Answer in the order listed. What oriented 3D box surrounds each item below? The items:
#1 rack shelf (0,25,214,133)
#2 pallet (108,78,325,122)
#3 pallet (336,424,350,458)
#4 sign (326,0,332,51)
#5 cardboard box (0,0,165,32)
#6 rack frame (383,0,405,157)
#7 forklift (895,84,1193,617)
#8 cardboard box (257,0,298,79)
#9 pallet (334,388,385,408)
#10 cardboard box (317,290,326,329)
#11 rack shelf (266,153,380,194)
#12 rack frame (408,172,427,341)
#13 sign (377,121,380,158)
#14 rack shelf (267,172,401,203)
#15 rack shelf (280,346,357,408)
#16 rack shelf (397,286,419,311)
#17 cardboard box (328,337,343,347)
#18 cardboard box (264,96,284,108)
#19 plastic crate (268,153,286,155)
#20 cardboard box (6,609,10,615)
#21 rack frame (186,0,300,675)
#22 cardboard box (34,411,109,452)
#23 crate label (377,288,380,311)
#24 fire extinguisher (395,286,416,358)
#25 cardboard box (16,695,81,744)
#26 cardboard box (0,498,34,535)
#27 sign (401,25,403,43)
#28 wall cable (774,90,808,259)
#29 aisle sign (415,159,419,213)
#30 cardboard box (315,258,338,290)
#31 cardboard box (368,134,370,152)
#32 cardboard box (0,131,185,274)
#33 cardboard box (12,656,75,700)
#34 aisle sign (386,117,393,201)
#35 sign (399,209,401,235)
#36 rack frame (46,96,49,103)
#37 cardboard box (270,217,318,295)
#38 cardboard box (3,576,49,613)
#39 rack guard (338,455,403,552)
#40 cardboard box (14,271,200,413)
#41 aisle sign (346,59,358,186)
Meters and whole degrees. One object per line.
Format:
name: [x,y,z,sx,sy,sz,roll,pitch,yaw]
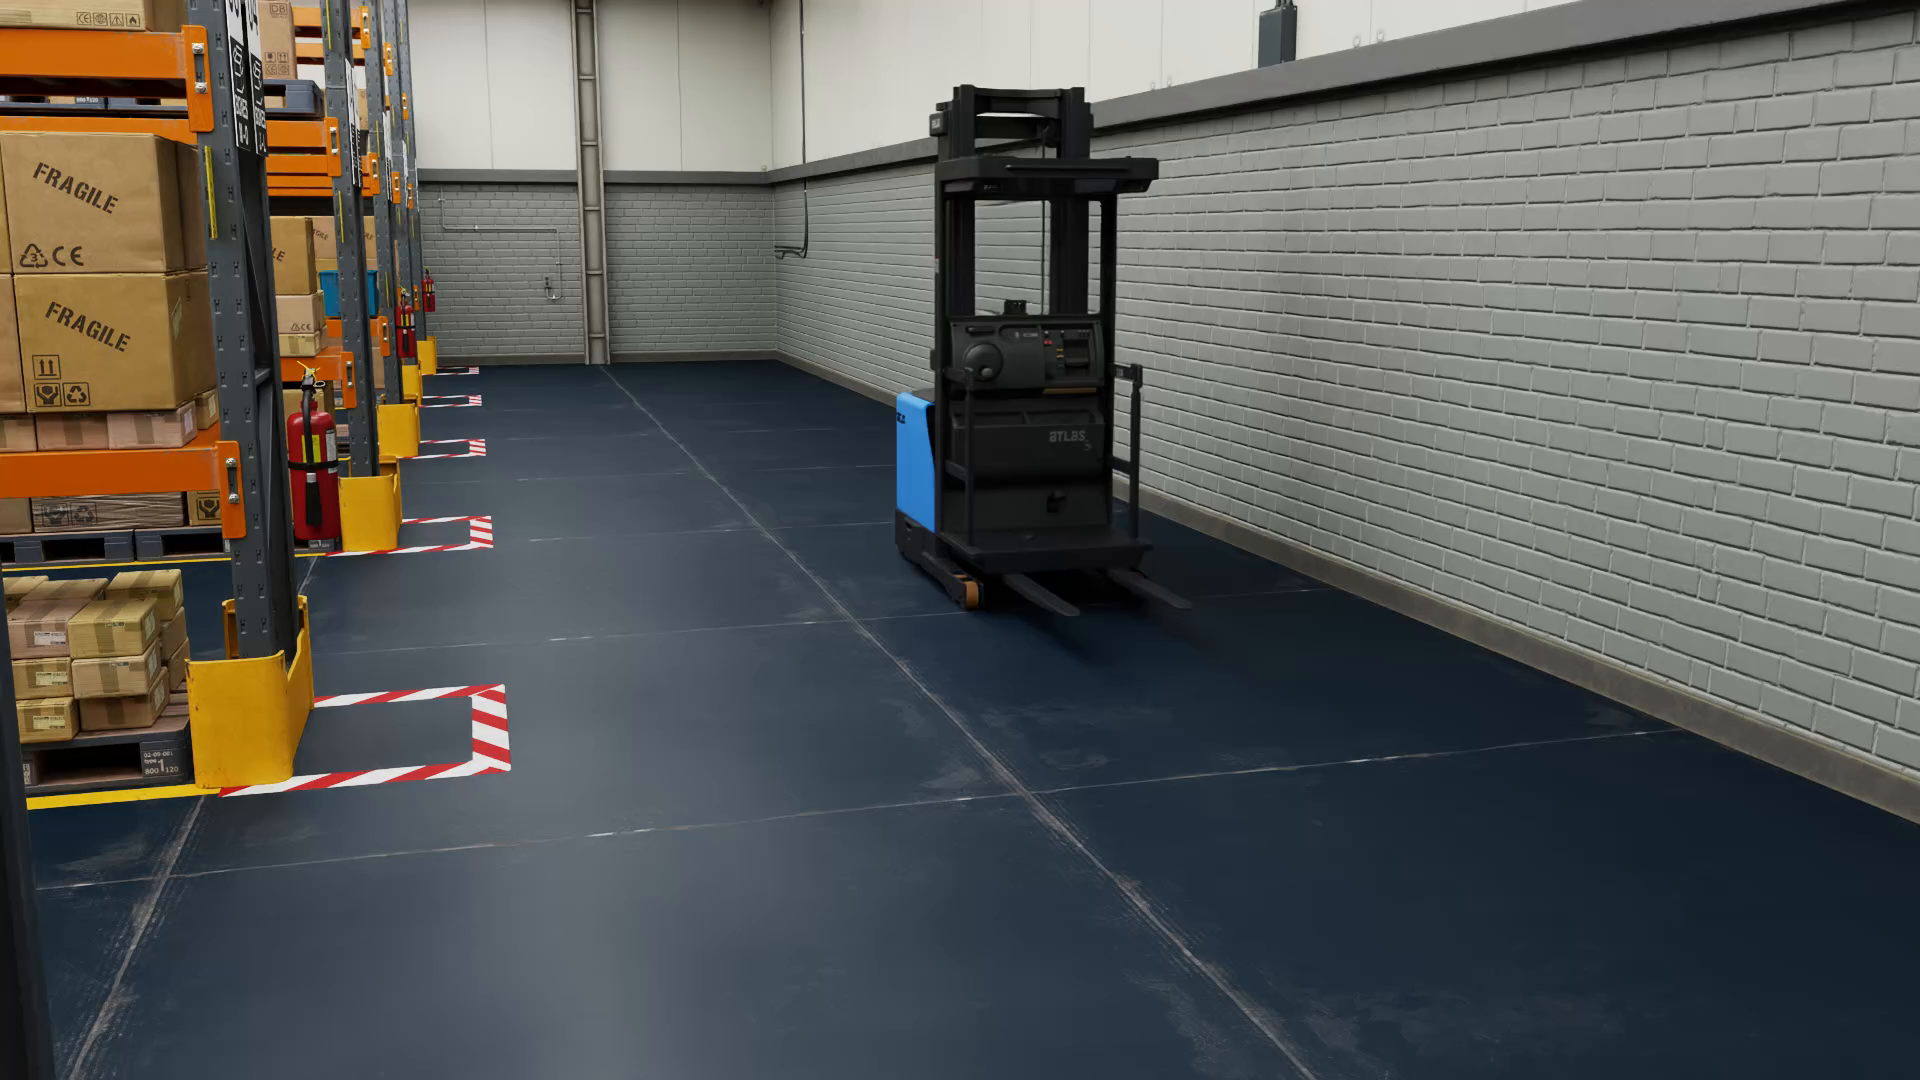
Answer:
rack shelf: [-4.773,-1.653,5.941,4.000,0.370,1.077,-3,11,-16]
pallet: [-4.851,-2.892,10.932,1.213,0.211,1.003,-3,11,-16]
pallet: [-6.329,-0.955,16.148,1.213,0.211,1.003,-3,11,-16]
sign: [-4.004,-3.277,10.548,0.005,0.325,0.100,-3,11,-16]
cardboard box: [-3.215,-1.965,6.065,0.500,0.250,0.500,-3,11,-17]
rack frame: [-6.907,-6.173,20.221,0.127,3.000,1.000,-3,11,-16]
forklift: [0.457,-1.125,9.562,1.130,2.935,3.031,-3,11,-15]
cardboard box: [-4.626,-3.244,10.888,0.500,0.500,0.700,-4,11,-19]
pallet: [-7.745,-1.806,20.776,1.213,0.211,1.003,-3,11,-16]
cardboard box: [-4.678,-1.595,11.519,0.500,0.250,0.500,-3,11,-17]
rack shelf: [-7.447,-3.381,15.330,4.000,0.370,1.077,-3,11,-16]
rack frame: [-8.295,-4.083,25.441,0.127,3.000,1.000,-3,11,-16]
sign: [-5.357,-3.690,15.309,0.005,0.325,0.100,-3,11,-16]
rack shelf: [-8.828,-4.242,20.008,4.000,0.370,1.077,-3,11,-16]
rack shelf: [-6.062,-1.045,10.924,4.000,0.370,1.077,-3,11,-16]
rack shelf: [-10.216,-3.628,24.956,4.000,0.370,1.077,-3,11,-16]
cardboard box: [-9.420,-2.982,25.205,0.500,0.500,0.700,-3,11,-16]
cardboard box: [-8.350,-5.155,19.940,0.500,0.500,0.700,-3,11,-16]
plastic crate: [-6.394,-3.632,15.293,0.336,0.188,0.450,-3,11,-16]
cardboard box: [-3.761,0.379,6.273,0.250,0.149,0.380,-3,11,-17]
rack frame: [-2.853,-0.633,6.698,0.127,3.000,1.000,-3,11,-16]
cardboard box: [-3.336,-0.437,6.331,0.250,0.149,0.380,-3,11,-16]
crate label: [-5.855,-2.353,16.339,0.303,0.233,0.416,-3,11,-16]
fire extinguisher: [-5.255,-2.068,15.739,0.183,0.674,0.296,-3,11,-16]
cardboard box: [-3.518,0.657,6.410,0.250,0.149,0.380,-3,11,-14]
cardboard box: [-6.462,-0.524,10.817,0.875,0.875,0.875,-3,11,-16]
sign: [-8.157,-7.437,24.290,0.005,0.325,0.100,-3,11,-16]
wall cable: [-2.765,-5.730,26.396,0.112,2.526,3.097,-3,11,-16]
aisle sign: [-8.142,-5.313,24.942,0.004,0.787,0.394,-3,11,-16]
cardboard box: [-7.758,-3.174,20.229,0.500,0.500,0.500,-3,11,-15]
cardboard box: [-7.329,-4.799,20.079,0.500,0.250,0.500,-3,11,-16]
cardboard box: [-3.223,-1.253,6.210,0.500,0.500,0.500,-3,11,-17]
cardboard box: [-3.546,0.497,6.455,0.250,0.149,0.380,-3,11,-17]
aisle sign: [-5.540,-3.695,16.151,0.004,0.787,0.394,-3,11,-16]
sign: [-6.771,-3.850,20.101,0.005,0.325,0.100,-3,11,-16]
rack frame: [-10.748,-5.970,19.122,0.127,3.000,1.000,-3,11,-16]
cardboard box: [-4.536,-1.871,10.946,0.500,0.500,0.500,-3,11,-15]
cardboard box: [-3.959,0.263,6.903,0.250,0.149,0.380,-3,11,-16]
rack guard: [-4.119,-0.272,11.642,0.348,0.500,1.175,-3,11,-16]
cardboard box: [-3.212,-0.761,6.295,0.500,0.500,0.500,-3,11,-15]
aisle sign: [-3.989,-2.730,10.910,0.004,0.787,0.394,-3,11,-16]
